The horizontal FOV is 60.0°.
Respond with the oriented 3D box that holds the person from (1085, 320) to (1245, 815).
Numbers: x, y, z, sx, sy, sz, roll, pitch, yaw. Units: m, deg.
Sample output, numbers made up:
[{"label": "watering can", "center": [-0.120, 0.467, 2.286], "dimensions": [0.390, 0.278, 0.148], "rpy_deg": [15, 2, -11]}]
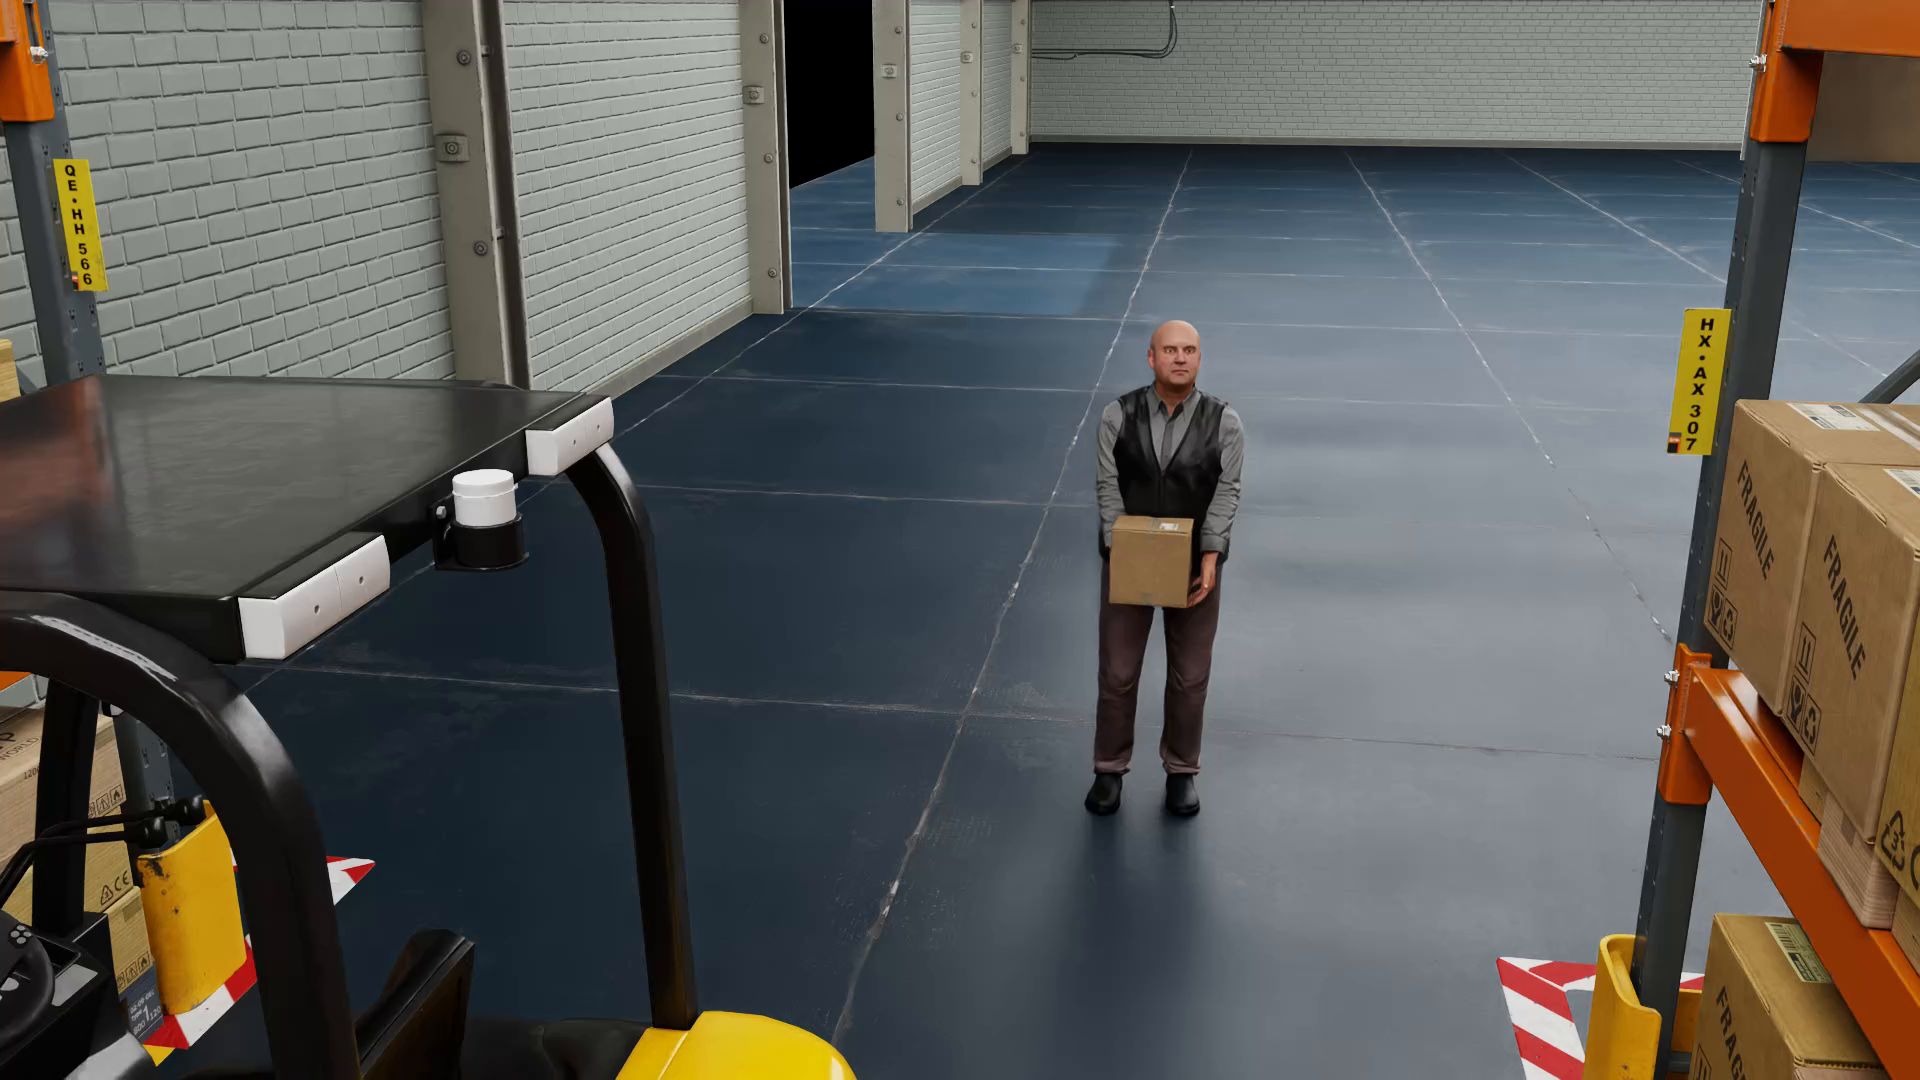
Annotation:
[{"label": "person", "center": [0.699, 0.130, 5.685], "dimensions": [0.504, 1.722, 0.548], "rpy_deg": [2, 18, 6]}]
